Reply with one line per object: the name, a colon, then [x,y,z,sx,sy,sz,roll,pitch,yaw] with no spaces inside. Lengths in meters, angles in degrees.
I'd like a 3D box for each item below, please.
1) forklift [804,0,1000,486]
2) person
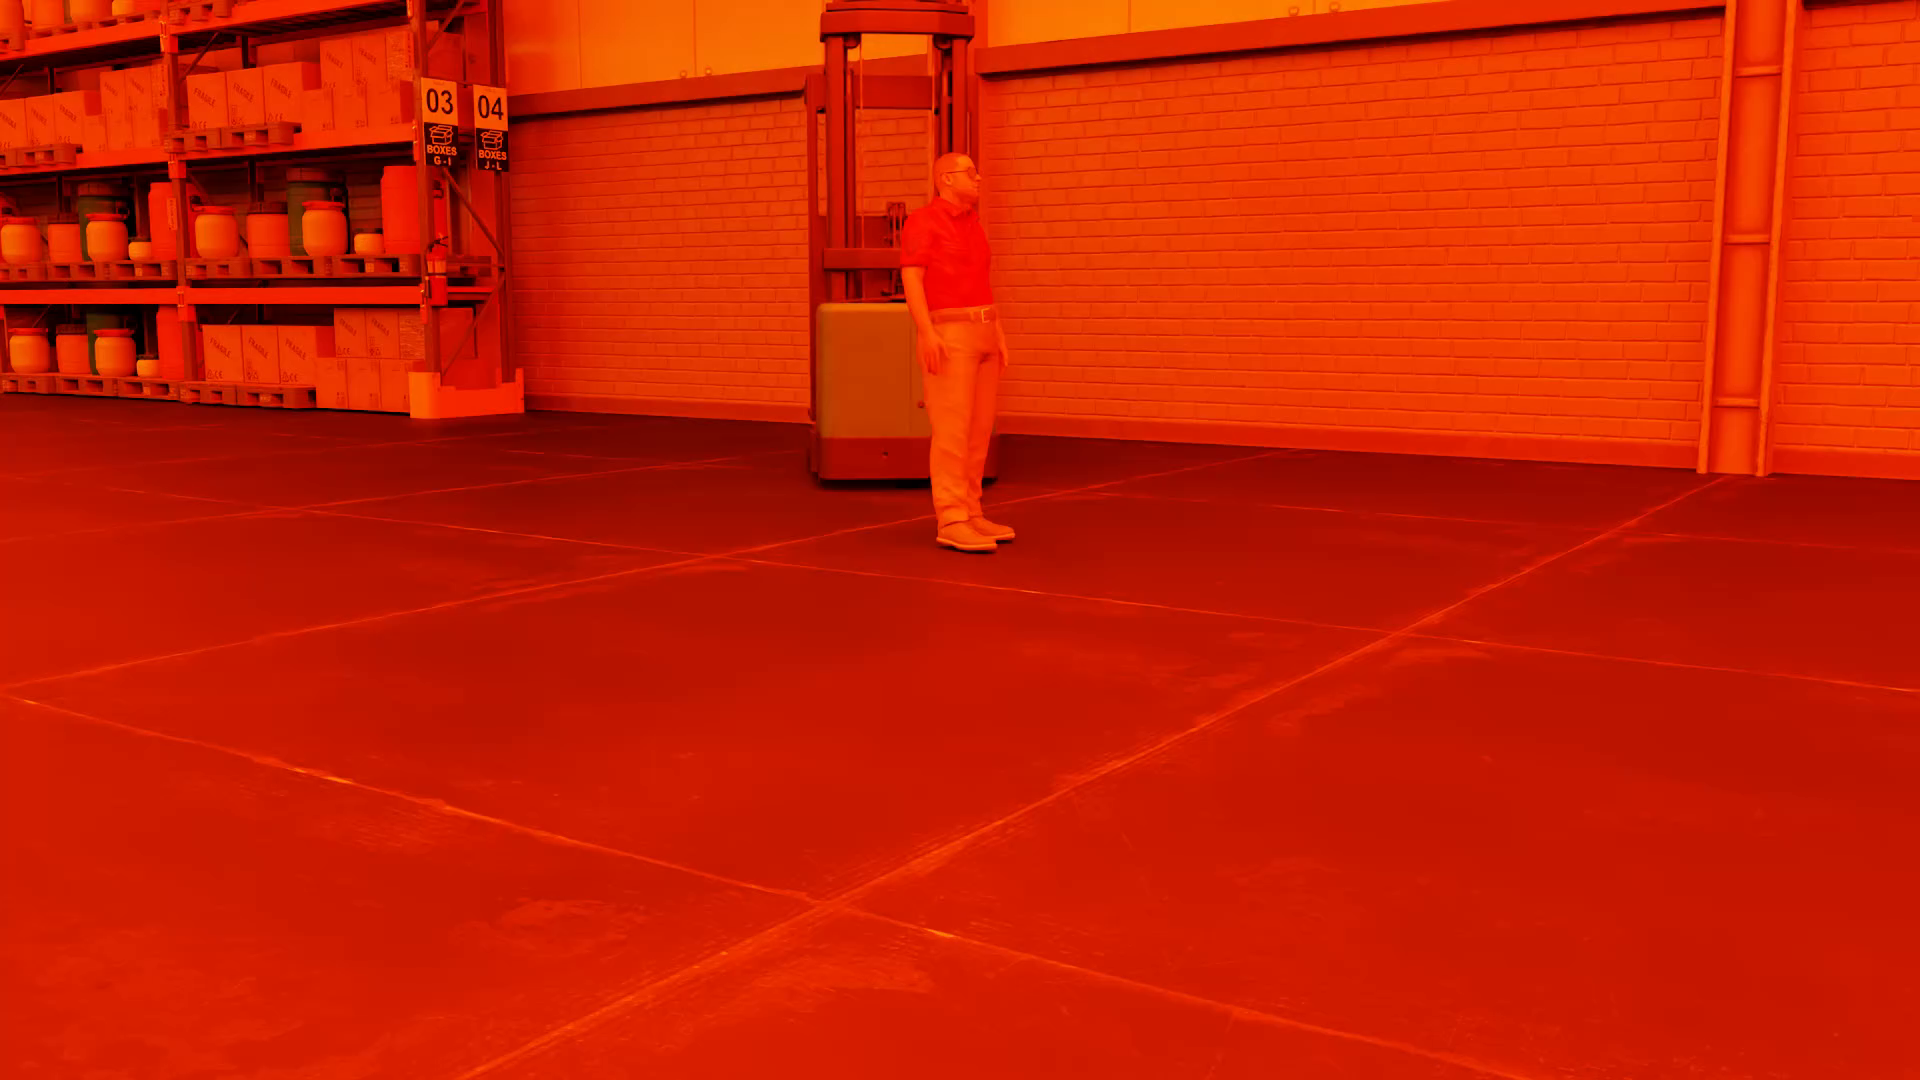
forklift: [-0.452,-1.944,10.867,1.130,2.935,3.031,-1,8,-6]
person: [0.068,-0.855,7.422,0.550,1.727,0.642,5,10,34]
